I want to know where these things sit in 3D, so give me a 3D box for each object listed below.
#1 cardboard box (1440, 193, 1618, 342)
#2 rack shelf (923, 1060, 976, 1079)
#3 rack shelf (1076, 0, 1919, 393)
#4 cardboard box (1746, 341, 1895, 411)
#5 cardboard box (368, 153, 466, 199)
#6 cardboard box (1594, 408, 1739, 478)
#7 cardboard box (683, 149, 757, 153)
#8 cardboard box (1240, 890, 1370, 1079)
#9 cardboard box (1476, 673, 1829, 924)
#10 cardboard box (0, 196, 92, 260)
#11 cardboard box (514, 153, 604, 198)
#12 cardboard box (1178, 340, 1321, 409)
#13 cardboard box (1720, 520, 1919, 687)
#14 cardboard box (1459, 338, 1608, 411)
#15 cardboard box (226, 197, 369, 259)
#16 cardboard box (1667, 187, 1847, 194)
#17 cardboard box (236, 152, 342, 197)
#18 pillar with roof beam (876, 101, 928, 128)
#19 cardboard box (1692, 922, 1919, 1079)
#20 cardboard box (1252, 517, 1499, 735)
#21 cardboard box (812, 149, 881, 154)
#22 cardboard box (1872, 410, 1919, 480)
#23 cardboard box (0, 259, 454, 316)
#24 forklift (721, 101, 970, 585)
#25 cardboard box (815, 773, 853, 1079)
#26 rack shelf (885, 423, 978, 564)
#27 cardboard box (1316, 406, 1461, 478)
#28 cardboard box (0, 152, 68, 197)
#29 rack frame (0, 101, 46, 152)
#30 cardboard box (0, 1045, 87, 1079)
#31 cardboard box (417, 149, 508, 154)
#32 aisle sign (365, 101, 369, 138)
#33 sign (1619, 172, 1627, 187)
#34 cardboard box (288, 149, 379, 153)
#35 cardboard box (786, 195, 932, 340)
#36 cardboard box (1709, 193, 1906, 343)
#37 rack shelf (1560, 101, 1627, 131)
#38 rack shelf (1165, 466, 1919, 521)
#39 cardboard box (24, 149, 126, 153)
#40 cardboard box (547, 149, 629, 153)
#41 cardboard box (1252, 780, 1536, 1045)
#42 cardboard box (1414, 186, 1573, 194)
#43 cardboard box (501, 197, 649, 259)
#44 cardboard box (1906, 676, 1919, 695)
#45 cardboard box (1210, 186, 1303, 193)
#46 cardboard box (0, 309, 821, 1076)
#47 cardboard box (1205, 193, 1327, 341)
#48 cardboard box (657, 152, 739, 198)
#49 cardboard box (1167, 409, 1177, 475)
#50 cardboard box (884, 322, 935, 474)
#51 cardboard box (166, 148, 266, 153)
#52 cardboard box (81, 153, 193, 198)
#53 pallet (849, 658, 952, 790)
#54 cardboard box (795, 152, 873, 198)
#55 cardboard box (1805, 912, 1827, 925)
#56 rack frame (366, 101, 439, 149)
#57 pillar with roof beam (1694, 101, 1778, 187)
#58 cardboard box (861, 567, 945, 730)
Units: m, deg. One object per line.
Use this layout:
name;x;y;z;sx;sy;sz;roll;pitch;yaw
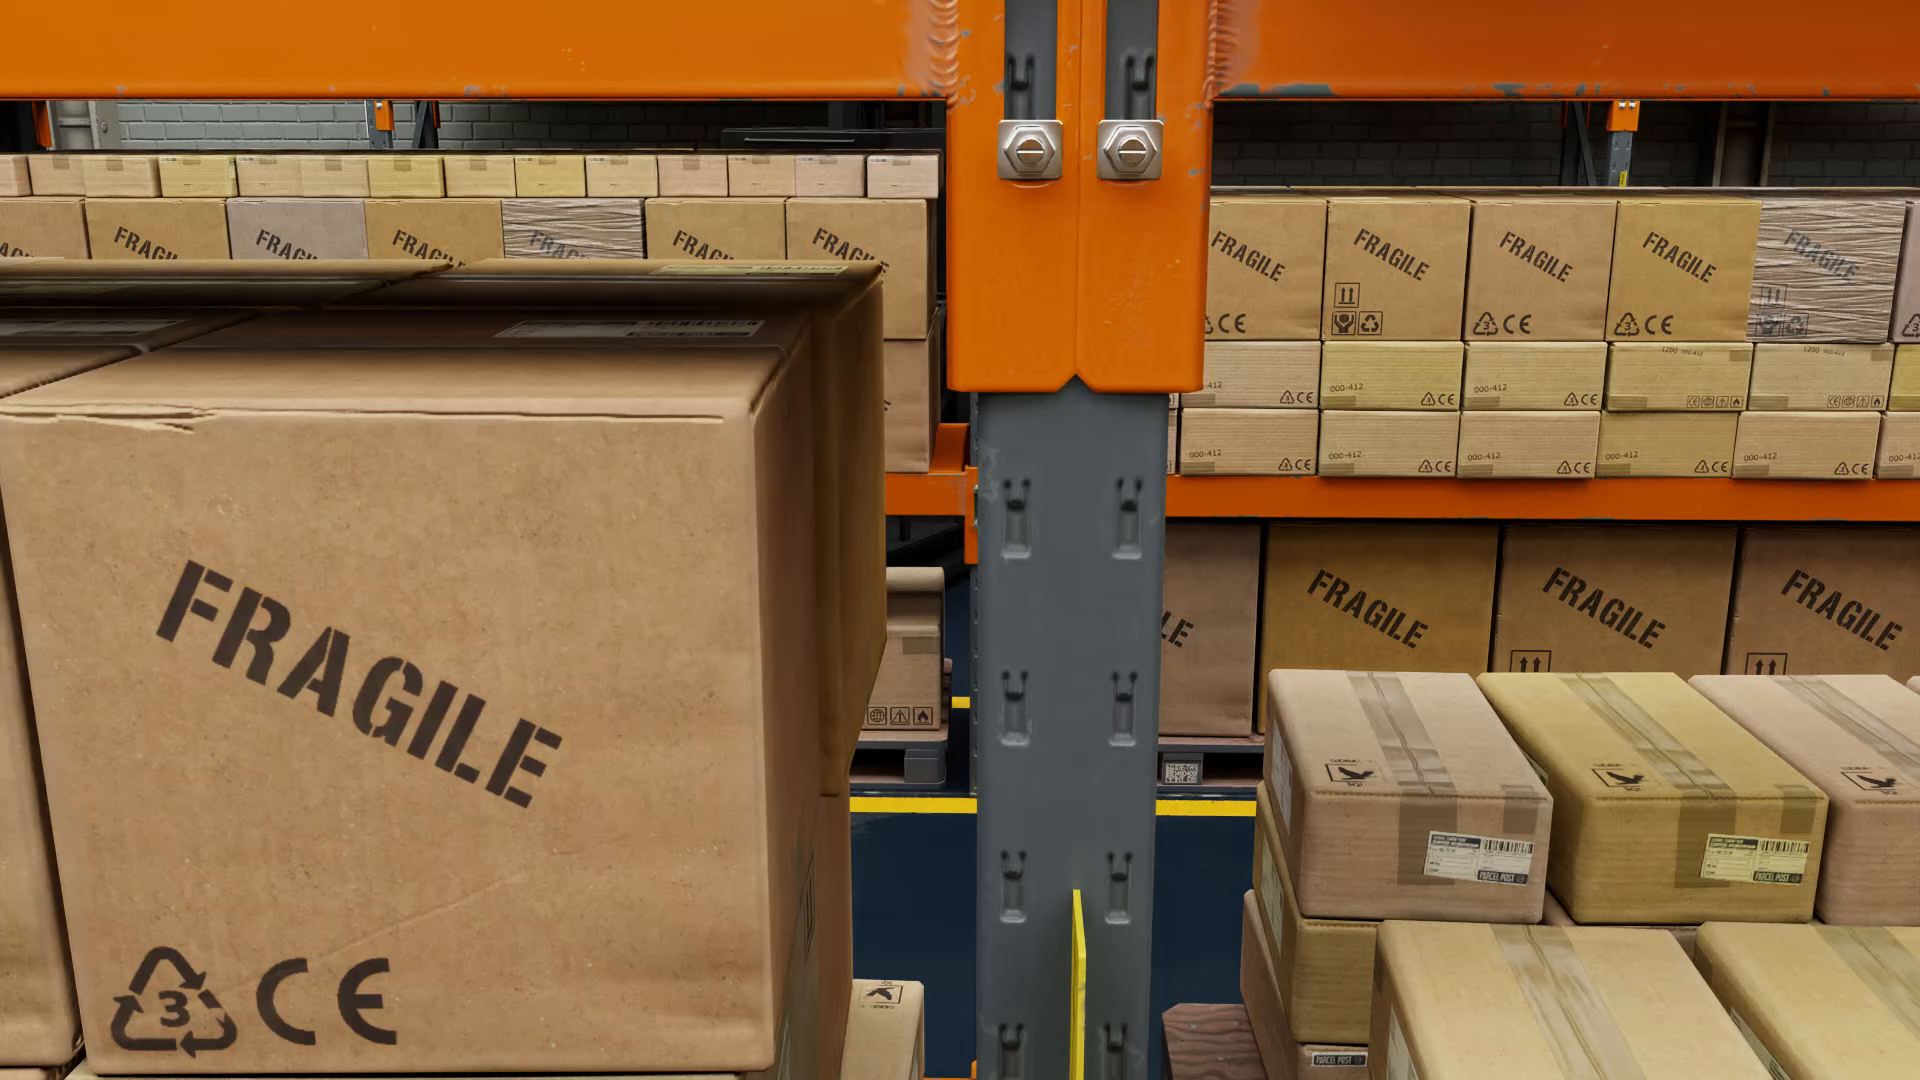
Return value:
cardboard box;2.073;-1.020;6.169;0.500;0.500;0.500;0;15;1
rack shelf;-1.911;1.032;1.959;4.000;0.370;1.077;0;15;1
rack shelf;2.087;-0.392;1.477;4.000;0.370;1.077;0;15;1
cardboard box;3.109;-0.650;6.237;0.500;0.250;0.500;0;15;0
cardboard box;-1.988;-1.344;6.125;0.250;0.149;0.380;0;15;0
cardboard box;2.586;-0.411;6.312;0.500;0.250;0.500;0;15;1
cardboard box;-0.956;-1.485;6.662;0.250;0.149;0.380;0;15;1
cardboard box;0.490;0.568;1.978;0.250;0.149;0.380;0;15;0
cardboard box;0.763;0.282;1.893;0.250;0.149;0.380;0;15;0
cardboard box;-3.413;-1.048;6.276;0.500;0.500;0.500;0;15;0
cardboard box;-1.479;-1.357;6.174;0.250;0.149;0.380;0;15;0
cardboard box;1.068;-0.664;6.291;0.500;0.250;0.500;1;15;2
cardboard box;3.424;0.259;6.821;0.875;0.875;0.875;0;15;1
cardboard box;2.077;-0.651;6.242;0.500;0.250;0.500;0;15;0
cardboard box;-2.381;-1.045;6.265;0.500;0.500;0.500;0;15;1
cardboard box;3.129;-1.138;6.617;0.500;0.500;0.500;0;15;2
cardboard box;-2.489;-1.365;6.205;0.250;0.149;0.380;1;15;2
pillar with roof beam;-0.547;-3.869;7.365;0.400;9.000;9.100;0;15;1
cardboard box;0.749;0.448;1.265;0.250;0.149;0.380;1;15;3
cardboard box;1.638;0.246;6.870;0.875;0.875;0.875;1;15;3
cardboard box;-0.452;-1.477;6.631;0.250;0.149;0.380;1;15;2
cardboard box;3.600;-0.404;6.287;0.500;0.250;0.500;0;15;-1
cardboard box;-0.876;-0.043;1.884;0.500;0.500;0.500;0;15;0
forklift;-0.576;-1.192;9.112;1.130;2.935;3.031;9;17;31
cardboard box;-0.401;0.437;2.023;0.500;0.500;0.500;0;15;0
rack shelf;-1.886;-0.231;6.746;4.000;0.370;1.077;0;15;1
cardboard box;1.576;-0.413;6.319;0.500;0.250;0.500;0;15;1
cardboard box;-3.538;-1.364;6.204;0.250;0.149;0.380;1;15;3
rack frame;-3.885;-0.592;6.704;0.127;3.000;1.000;0;15;1
cardboard box;-0.922;0.570;1.520;0.500;0.500;0.500;0;15;0
cardboard box;-1.983;-1.485;6.662;0.250;0.149;0.380;1;15;3
aisle sign;-3.838;-3.040;10.888;0.004;0.787;0.394;0;15;1
sign;4.231;-2.189;10.642;0.005;0.325;0.100;0;15;1
cardboard box;-2.497;-1.478;6.636;0.250;0.149;0.380;0;15;1
cardboard box;-0.365;-1.030;6.209;0.500;0.500;0.500;0;15;1
cardboard box;3.075;-1.010;6.130;0.500;0.500;0.500;1;15;2
rack shelf;2.236;-2.921;11.063;4.000;0.370;1.077;0;15;1
rack shelf;2.113;-0.205;6.647;4.000;0.370;1.077;0;15;1
cardboard box;-3.522;-1.486;6.665;0.250;0.149;0.380;1;15;2
cardboard box;-1.474;-1.475;6.624;0.250;0.149;0.380;0;15;1
cardboard box;0.491;0.424;1.939;0.250;0.149;0.380;1;15;3
cardboard box;2.108;-1.149;6.661;0.500;0.500;0.500;1;15;2
cardboard box;-1.382;-1.037;6.233;0.500;0.500;0.500;1;15;2
cardboard box;1.283;0.286;1.879;0.250;0.149;0.380;0;15;1
cardboard box;1.084;-1.157;6.691;0.500;0.500;0.500;1;15;3
cardboard box;-0.389;0.087;1.390;0.500;0.500;0.500;0;15;-1
cardboard box;1.055;-1.025;6.190;0.500;0.500;0.500;0;15;1
cardboard box;-0.966;-1.363;6.198;0.250;0.149;0.380;0;15;1
cardboard box;0.546;-0.423;6.358;0.500;0.250;0.500;0;15;0
cardboard box;-0.357;-0.552;6.356;0.500;0.500;0.500;1;15;2
cardboard box;-3.007;-1.510;6.757;0.250;0.149;0.380;0;15;1
cardboard box;-3.017;-1.350;6.149;0.250;0.149;0.380;1;15;3
pallet;-0.645;0.758;7.055;1.213;0.211;1.003;0;15;1
cardboard box;-0.464;-1.362;6.193;0.250;0.149;0.380;1;15;3
cardboard box;1.002;0.428;1.925;0.250;0.149;0.380;1;15;4
rack frame;-3.762;-1.858;11.502;0.127;3.000;1.000;0;15;1
pillar with roof beam;5.451;-3.830;7.217;0.400;9.000;9.100;0;15;1
cardboard box;-0.512;0.438;6.997;0.875;0.438;0.875;0;15;1
